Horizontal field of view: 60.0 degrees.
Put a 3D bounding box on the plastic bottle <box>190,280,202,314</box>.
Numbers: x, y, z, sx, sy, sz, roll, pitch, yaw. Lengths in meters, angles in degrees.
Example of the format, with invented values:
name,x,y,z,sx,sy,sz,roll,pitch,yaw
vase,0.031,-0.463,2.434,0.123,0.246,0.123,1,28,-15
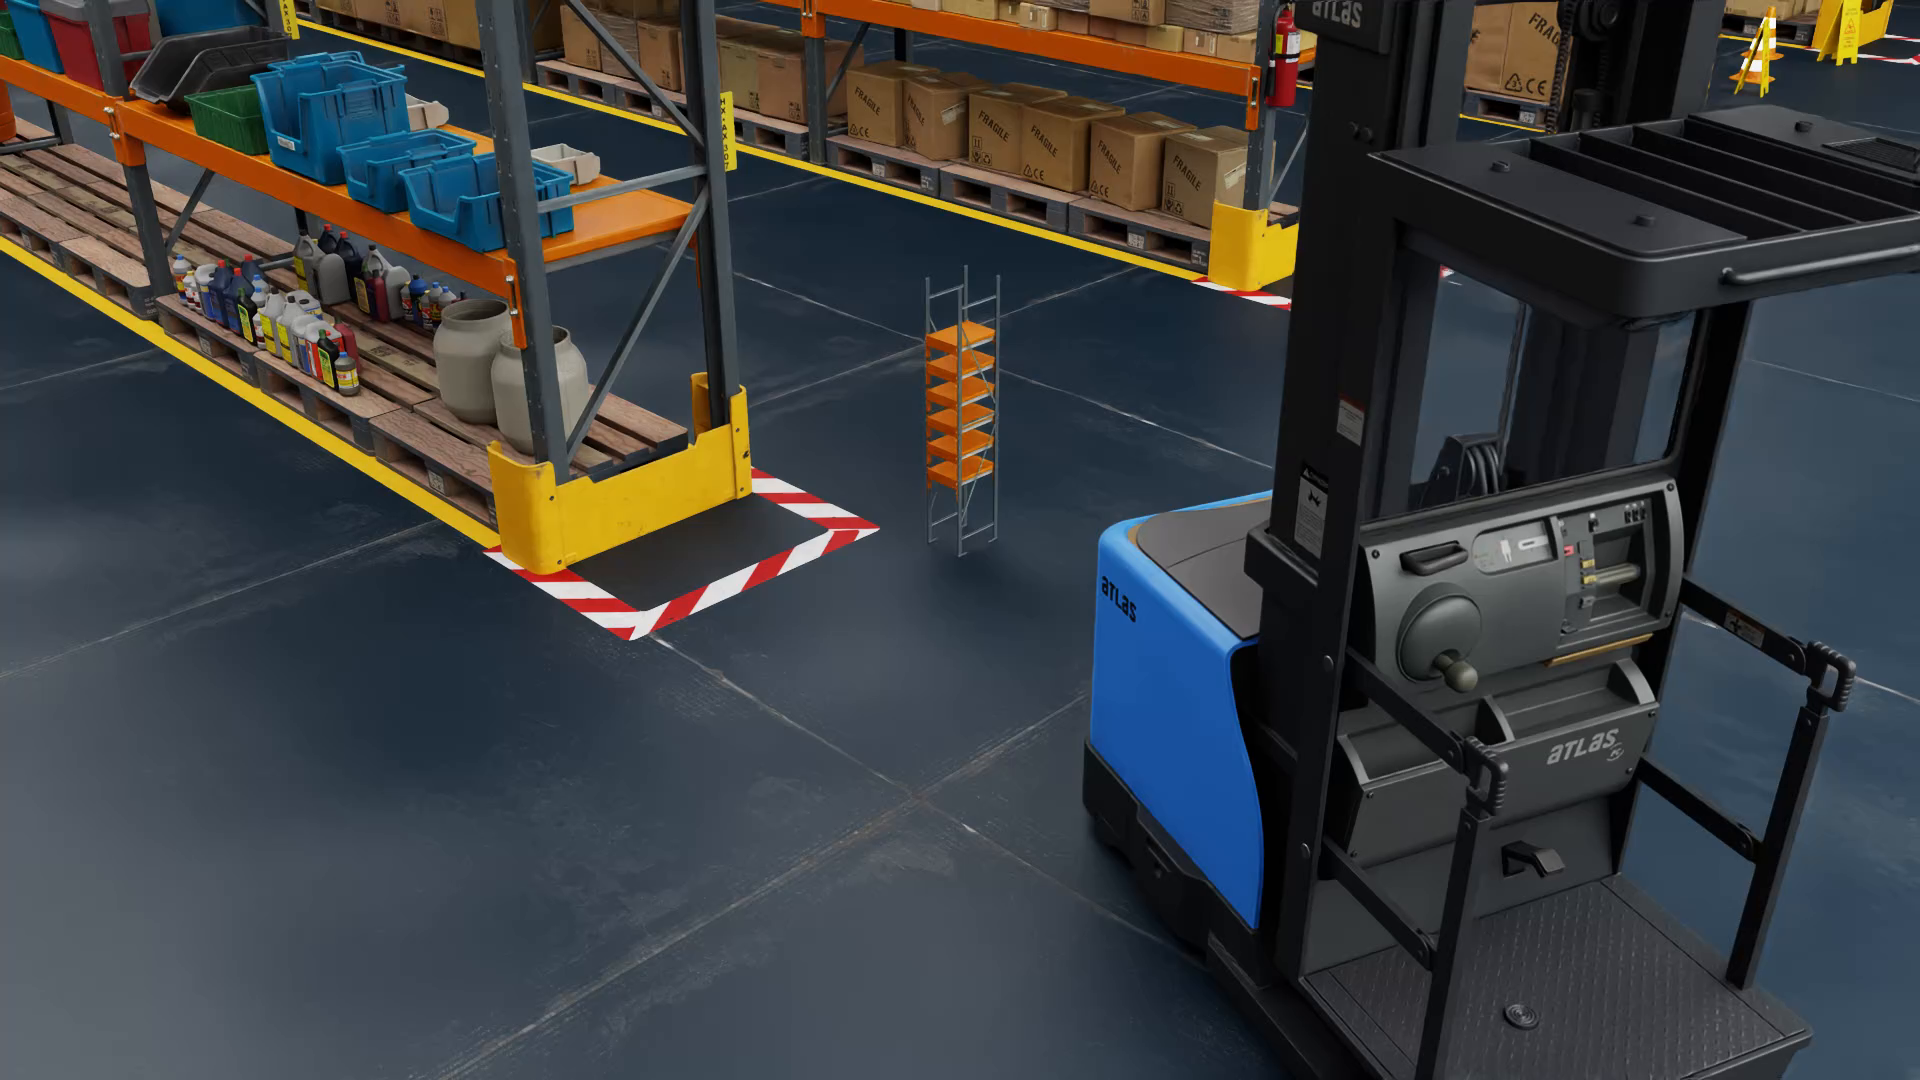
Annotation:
name,x,y,z,sx,sy,sz,roll,pitch,yaw
plastic bottle,-4.164,-1.354,9.135,0.097,0.201,0.097,0,28,0

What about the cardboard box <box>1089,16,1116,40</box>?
name,x,y,z,sx,sy,sz,roll,pitch,yaw
cardboard box,1.039,-3.293,10.560,0.250,0.149,0.380,25,36,38

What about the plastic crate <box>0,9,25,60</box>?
name,x,y,z,sx,sy,sz,roll,pitch,yaw
plastic crate,-5.669,-3.094,10.139,0.662,0.188,0.450,25,36,38

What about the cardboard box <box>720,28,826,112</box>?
name,x,y,z,sx,sy,sz,roll,pitch,yaw
cardboard box,-1.506,-3.815,13.495,0.500,0.500,0.700,24,36,38

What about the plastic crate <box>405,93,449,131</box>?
name,x,y,z,sx,sy,sz,roll,pitch,yaw
plastic crate,-2.894,-2.151,8.401,0.437,0.136,0.530,25,36,38

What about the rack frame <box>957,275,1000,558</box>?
name,x,y,z,sx,sy,sz,roll,pitch,yaw
rack frame,0.076,-0.496,6.905,0.006,1.200,0.240,25,36,38

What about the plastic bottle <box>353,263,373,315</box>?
name,x,y,z,sx,sy,sz,roll,pitch,yaw
plastic bottle,-3.254,-1.381,9.099,0.133,0.283,0.061,25,36,38

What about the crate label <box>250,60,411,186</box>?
name,x,y,z,sx,sy,sz,roll,pitch,yaw
crate label,-2.879,-1.935,7.668,0.616,0.435,0.502,25,36,38

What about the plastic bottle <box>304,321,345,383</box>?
name,x,y,z,sx,sy,sz,roll,pitch,yaw
plastic bottle,-3.154,-0.942,8.273,0.135,0.276,0.152,25,37,39

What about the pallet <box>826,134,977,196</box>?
name,x,y,z,sx,sy,sz,roll,pitch,yaw
pallet,-0.253,-2.915,12.568,1.213,0.211,1.003,25,36,38

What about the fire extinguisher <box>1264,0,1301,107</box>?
name,x,y,z,sx,sy,sz,roll,pitch,yaw
fire extinguisher,1.854,-2.827,9.487,0.183,0.674,0.296,25,36,38

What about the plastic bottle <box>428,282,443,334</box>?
name,x,y,z,sx,sy,sz,roll,pitch,yaw
plastic bottle,-2.767,-1.235,8.834,0.097,0.271,0.097,0,28,0

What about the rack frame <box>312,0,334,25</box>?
name,x,y,z,sx,sy,sz,roll,pitch,yaw
rack frame,-6.461,-6.967,17.278,0.127,3.000,1.000,25,36,38

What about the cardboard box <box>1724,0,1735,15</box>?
name,x,y,z,sx,sy,sz,roll,pitch,yaw
cardboard box,7.915,-5.656,17.286,0.500,0.250,0.500,25,37,39

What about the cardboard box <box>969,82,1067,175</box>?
name,x,y,z,sx,sy,sz,roll,pitch,yaw
cardboard box,0.412,-2.932,11.837,0.500,0.500,0.500,21,34,34

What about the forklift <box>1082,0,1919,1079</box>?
name,x,y,z,sx,sy,sz,roll,pitch,yaw
forklift,1.452,0.145,3.825,1.130,2.935,3.031,-11,30,-21

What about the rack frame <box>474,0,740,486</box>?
name,x,y,z,sx,sy,sz,roll,pitch,yaw
rack frame,-1.377,-1.408,6.705,0.127,3.000,1.000,25,36,38

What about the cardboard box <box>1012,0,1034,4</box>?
name,x,y,z,sx,sy,sz,roll,pitch,yaw
cardboard box,0.607,-3.884,10.987,0.500,0.500,0.875,25,36,38

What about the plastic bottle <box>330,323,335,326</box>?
name,x,y,z,sx,sy,sz,roll,pitch,yaw
plastic bottle,-3.179,-1.002,8.467,0.097,0.201,0.097,0,28,0

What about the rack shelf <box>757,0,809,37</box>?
name,x,y,z,sx,sy,sz,roll,pitch,yaw
rack shelf,-2.183,-4.691,13.722,4.000,0.370,1.077,25,36,38

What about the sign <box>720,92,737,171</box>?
name,x,y,z,sx,sy,sz,roll,pitch,yaw
sign,-0.988,-1.712,6.985,0.005,0.325,0.100,25,36,38

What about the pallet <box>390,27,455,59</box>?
name,x,y,z,sx,sy,sz,roll,pitch,yaw
pallet,-4.984,-5.108,16.738,1.213,0.211,1.003,25,36,38

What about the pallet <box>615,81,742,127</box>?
name,x,y,z,sx,sy,sz,roll,pitch,yaw
pallet,-2.187,-3.775,14.202,1.213,0.211,1.003,25,36,38

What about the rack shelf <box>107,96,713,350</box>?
name,x,y,z,sx,sy,sz,roll,pitch,yaw
rack shelf,-2.803,-1.742,8.114,4.000,0.370,1.077,25,36,38

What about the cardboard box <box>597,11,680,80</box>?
name,x,y,z,sx,sy,sz,roll,pitch,yaw
cardboard box,-2.713,-4.362,14.535,0.500,0.500,0.700,21,34,34

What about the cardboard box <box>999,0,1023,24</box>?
name,x,y,z,sx,sy,sz,roll,pitch,yaw
cardboard box,0.475,-3.524,11.000,0.250,0.149,0.380,25,36,38

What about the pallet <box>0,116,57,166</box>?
name,x,y,z,sx,sy,sz,roll,pitch,yaw
pallet,-7.673,-3.028,12.781,1.213,0.211,1.003,25,36,38

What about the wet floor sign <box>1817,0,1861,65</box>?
name,x,y,z,sx,sy,sz,roll,pitch,yaw
wet floor sign,8.429,-4.882,15.840,0.267,0.644,0.232,-13,30,-22

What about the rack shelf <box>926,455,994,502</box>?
name,x,y,z,sx,sy,sz,roll,pitch,yaw
rack shelf,0.010,-0.275,7.094,0.180,0.103,0.258,25,36,38

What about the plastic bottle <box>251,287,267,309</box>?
name,x,y,z,sx,sy,sz,roll,pitch,yaw
plastic bottle,-3.679,-1.202,8.772,0.097,0.271,0.097,0,28,0

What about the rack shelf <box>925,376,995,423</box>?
name,x,y,z,sx,sy,sz,roll,pitch,yaw
rack shelf,0.010,-0.593,6.927,0.180,0.103,0.258,25,36,38

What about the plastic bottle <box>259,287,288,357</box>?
name,x,y,z,sx,sy,sz,roll,pitch,yaw
plastic bottle,-3.507,-1.134,8.558,0.185,0.351,0.144,24,36,38

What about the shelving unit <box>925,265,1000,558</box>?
name,x,y,z,sx,sy,sz,roll,pitch,yaw
shelving unit,0.010,-0.526,6.962,0.189,1.200,0.258,25,36,38

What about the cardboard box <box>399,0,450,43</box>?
name,x,y,z,sx,sy,sz,roll,pitch,yaw
cardboard box,-4.717,-5.433,16.191,0.875,0.875,1.225,25,36,39

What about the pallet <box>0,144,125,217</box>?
name,x,y,z,sx,sy,sz,roll,pitch,yaw
pallet,-6.556,-2.519,11.813,1.213,0.211,1.003,25,36,38

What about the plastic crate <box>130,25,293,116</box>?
name,x,y,z,sx,sy,sz,roll,pitch,yaw
plastic crate,-3.945,-2.473,8.797,0.504,0.338,0.767,25,36,38

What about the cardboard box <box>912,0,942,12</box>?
name,x,y,z,sx,sy,sz,roll,pitch,yaw
cardboard box,-0.113,-3.744,11.417,0.250,0.149,0.380,25,36,38

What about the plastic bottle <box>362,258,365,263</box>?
name,x,y,z,sx,sy,sz,roll,pitch,yaw
plastic bottle,-3.286,-1.489,9.305,0.061,0.283,0.133,-22,35,-36

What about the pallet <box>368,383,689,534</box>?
name,x,y,z,sx,sy,sz,roll,pitch,yaw
pallet,-2.040,-0.450,7.879,1.213,0.211,1.003,25,36,38

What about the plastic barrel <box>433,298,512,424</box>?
name,x,y,z,sx,sy,sz,roll,pitch,yaw
plastic barrel,-2.257,-0.846,7.858,0.421,0.512,0.421,0,28,0

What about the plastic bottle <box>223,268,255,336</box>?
name,x,y,z,sx,sy,sz,roll,pitch,yaw
plastic bottle,-3.810,-1.273,8.821,0.185,0.351,0.144,23,35,36

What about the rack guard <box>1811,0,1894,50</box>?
name,x,y,z,sx,sy,sz,roll,pitch,yaw
rack guard,8.989,-5.259,16.715,0.348,0.500,1.175,25,36,38

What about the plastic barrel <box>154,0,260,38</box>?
name,x,y,z,sx,sy,sz,roll,pitch,yaw
plastic barrel,-4.292,-3.162,9.501,0.708,0.901,0.600,25,36,38

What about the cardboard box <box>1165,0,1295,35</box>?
name,x,y,z,sx,sy,sz,roll,pitch,yaw
cardboard box,1.723,-3.416,10.097,0.500,0.500,0.875,25,36,38

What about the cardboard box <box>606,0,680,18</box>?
name,x,y,z,sx,sy,sz,roll,pitch,yaw
cardboard box,-2.725,-4.704,14.381,0.500,0.250,0.500,-21,34,-34

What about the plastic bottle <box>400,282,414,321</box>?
name,x,y,z,sx,sy,sz,roll,pitch,yaw
plastic bottle,-2.984,-1.303,9.040,0.097,0.201,0.097,0,28,0

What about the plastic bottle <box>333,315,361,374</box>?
name,x,y,z,sx,sy,sz,roll,pitch,yaw
plastic bottle,-3.080,-0.981,8.339,0.133,0.283,0.061,25,36,38

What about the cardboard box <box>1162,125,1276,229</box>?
name,x,y,z,sx,sy,sz,roll,pitch,yaw
cardboard box,1.662,-2.341,10.713,0.500,0.500,0.500,-18,33,-30

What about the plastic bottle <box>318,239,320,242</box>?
name,x,y,z,sx,sy,sz,roll,pitch,yaw
plastic bottle,-3.655,-1.658,9.627,0.061,0.283,0.133,-23,36,-37

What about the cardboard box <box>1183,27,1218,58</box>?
name,x,y,z,sx,sy,sz,roll,pitch,yaw
cardboard box,1.570,-3.047,10.092,0.250,0.149,0.380,25,36,38

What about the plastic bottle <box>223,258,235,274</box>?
name,x,y,z,sx,sy,sz,roll,pitch,yaw
plastic bottle,-3.985,-1.395,9.127,0.133,0.283,0.061,25,36,38

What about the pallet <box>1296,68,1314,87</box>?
name,x,y,z,sx,sy,sz,roll,pitch,yaw
pallet,3.280,-4.462,15.509,1.213,0.211,1.003,25,36,38
